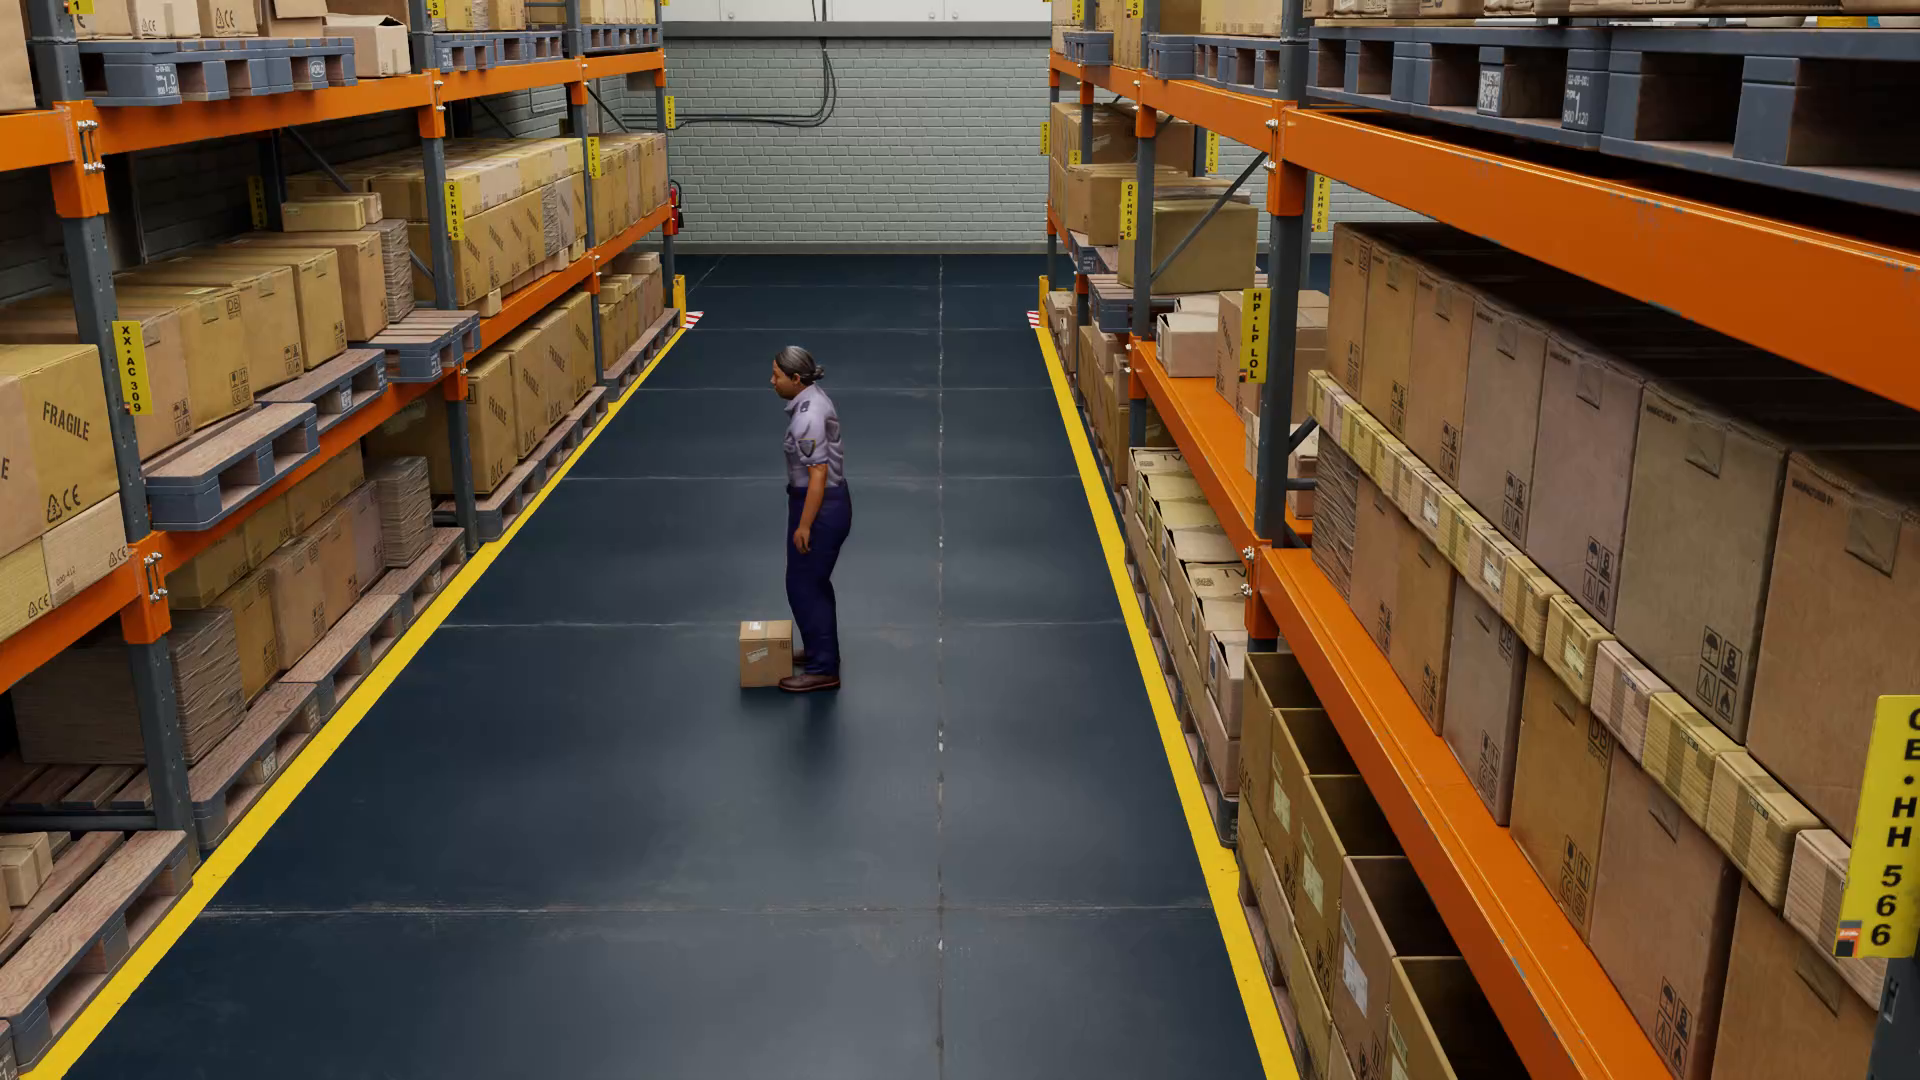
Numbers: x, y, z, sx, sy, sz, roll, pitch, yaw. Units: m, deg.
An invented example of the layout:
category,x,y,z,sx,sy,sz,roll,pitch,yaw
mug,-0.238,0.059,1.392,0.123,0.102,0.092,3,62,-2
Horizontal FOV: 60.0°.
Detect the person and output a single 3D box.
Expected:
category,x,y,z,sx,sy,sz,roll,pitch,yaw
person,-0.703,-0.110,7.940,0.370,1.637,0.538,-1,17,-2
